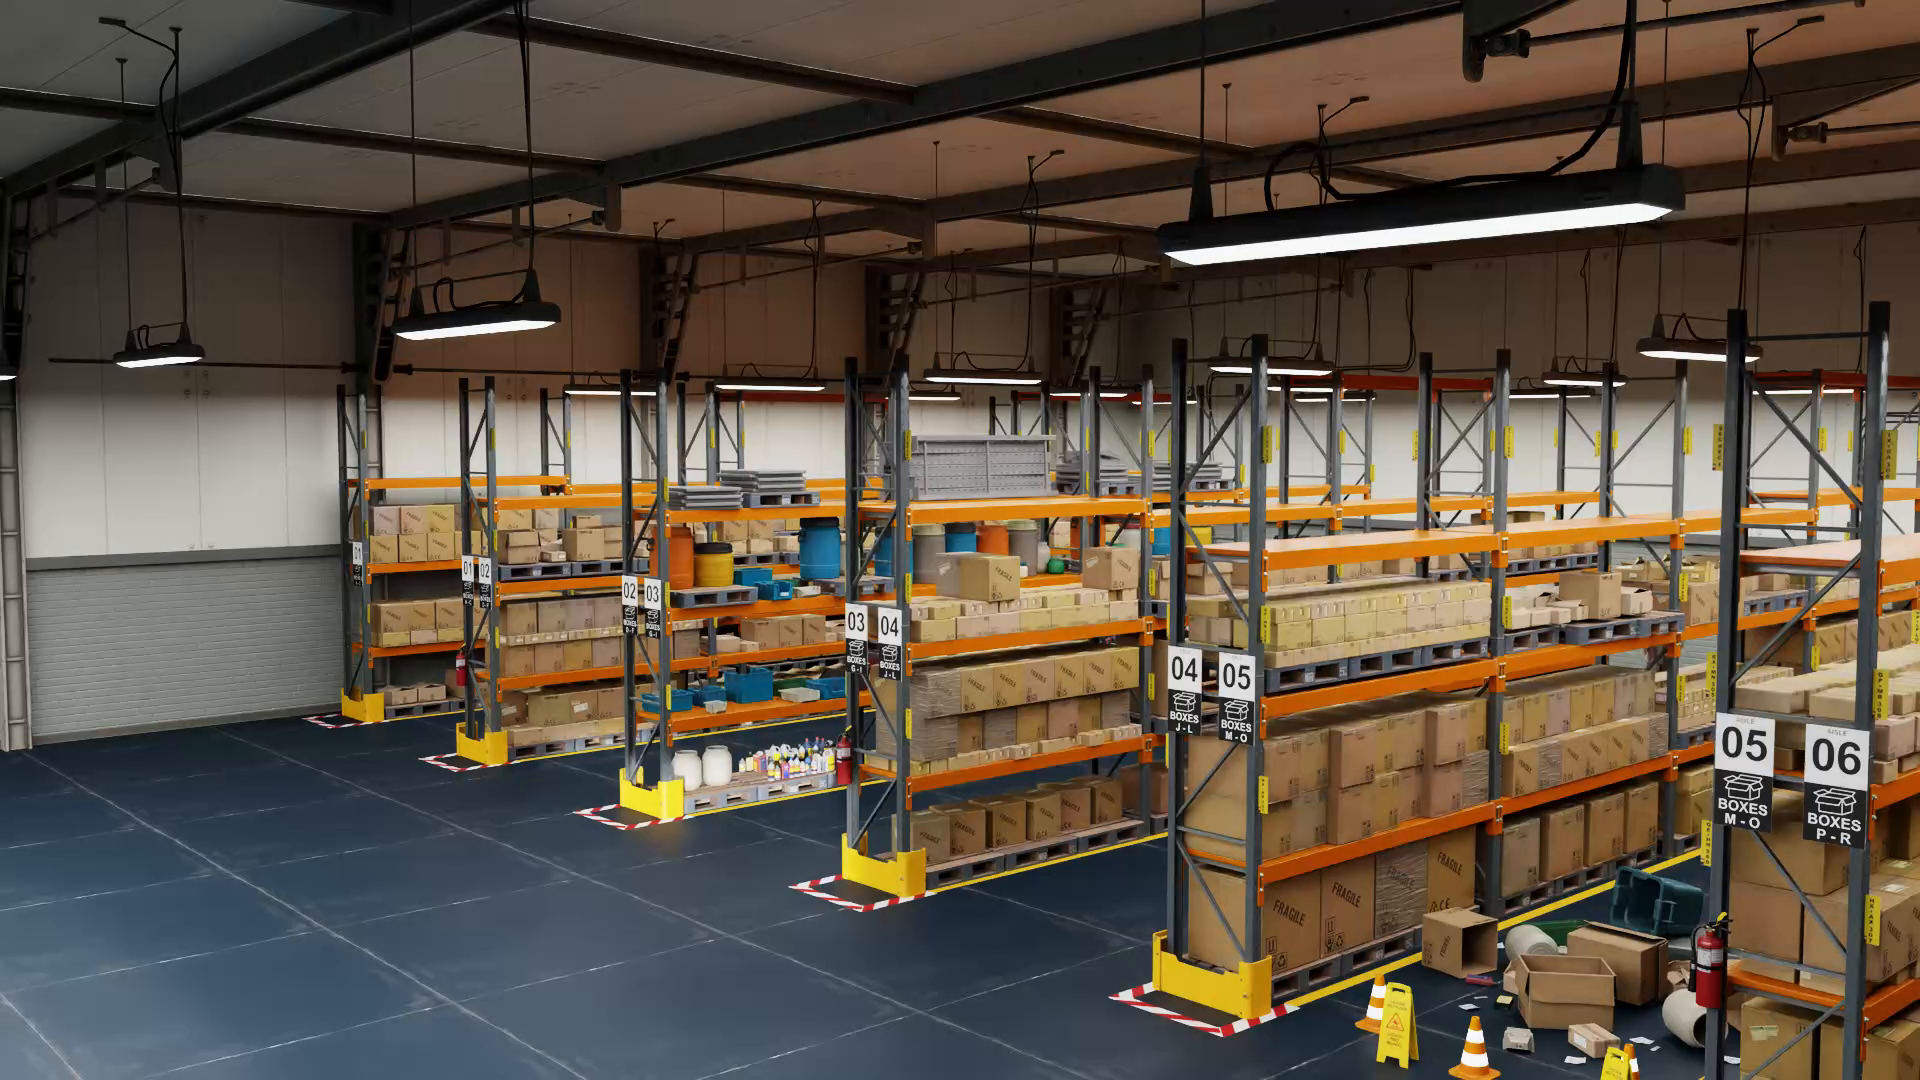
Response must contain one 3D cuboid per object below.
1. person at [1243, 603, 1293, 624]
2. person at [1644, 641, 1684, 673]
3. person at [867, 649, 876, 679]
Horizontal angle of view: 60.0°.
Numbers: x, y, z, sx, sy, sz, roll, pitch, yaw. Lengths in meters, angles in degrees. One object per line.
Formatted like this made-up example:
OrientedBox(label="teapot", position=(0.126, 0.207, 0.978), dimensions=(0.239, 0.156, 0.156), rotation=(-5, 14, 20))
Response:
OrientedBox(label="person", position=(9.425, 2.274, 16.696), dimensions=(9.045, 3.614, 11.031), rotation=(3, 5, 37))
OrientedBox(label="person", position=(12.915, 2.371, 30.577), dimensions=(0.712, 1.617, 0.933), rotation=(2, 4, 30))
OrientedBox(label="person", position=(-1.393, 2.549, 29.320), dimensions=(0.922, 1.358, 0.551), rotation=(-3, 5, -36))
